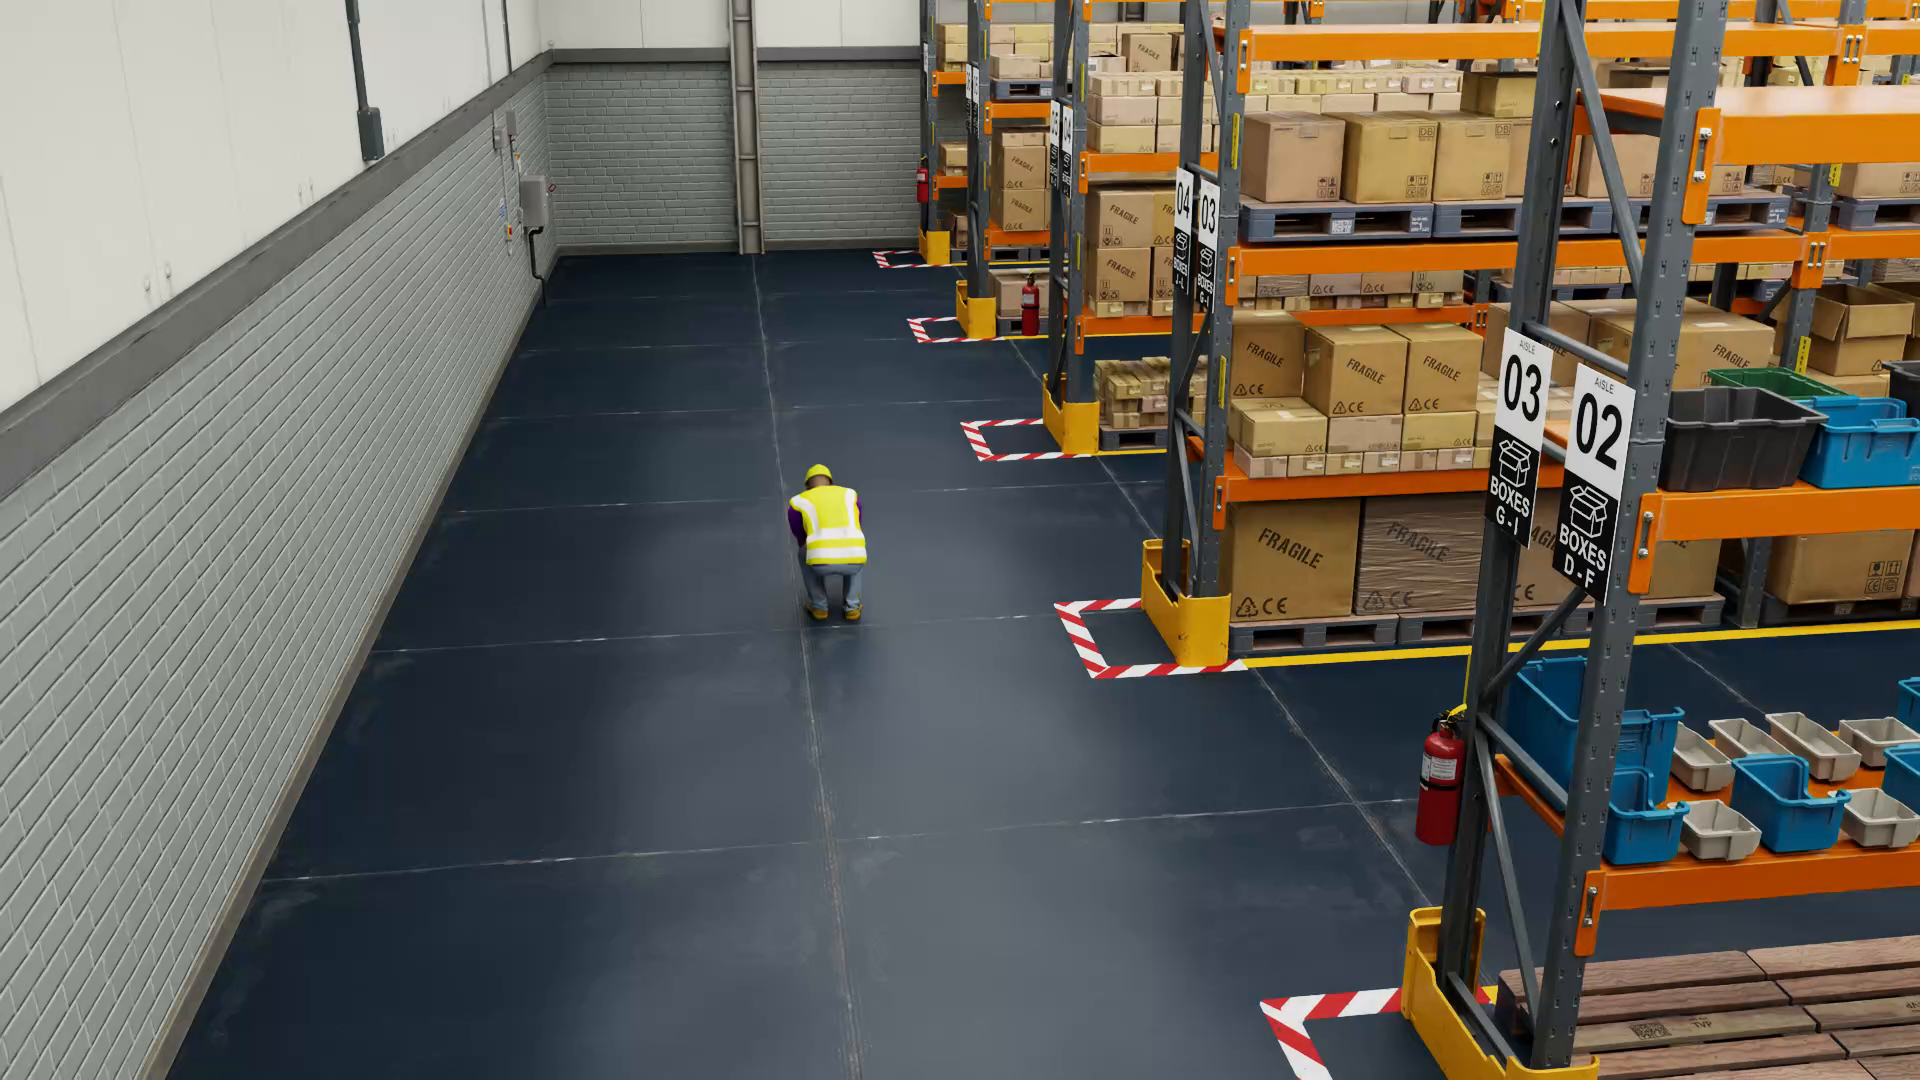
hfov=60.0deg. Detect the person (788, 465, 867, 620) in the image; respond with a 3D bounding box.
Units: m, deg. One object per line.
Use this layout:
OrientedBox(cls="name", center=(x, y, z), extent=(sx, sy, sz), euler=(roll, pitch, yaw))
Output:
OrientedBox(cls="person", center=(-0.969, 0.024, 12.097), extent=(0.540, 1.009, 0.908), euler=(-3, 20, -9))
